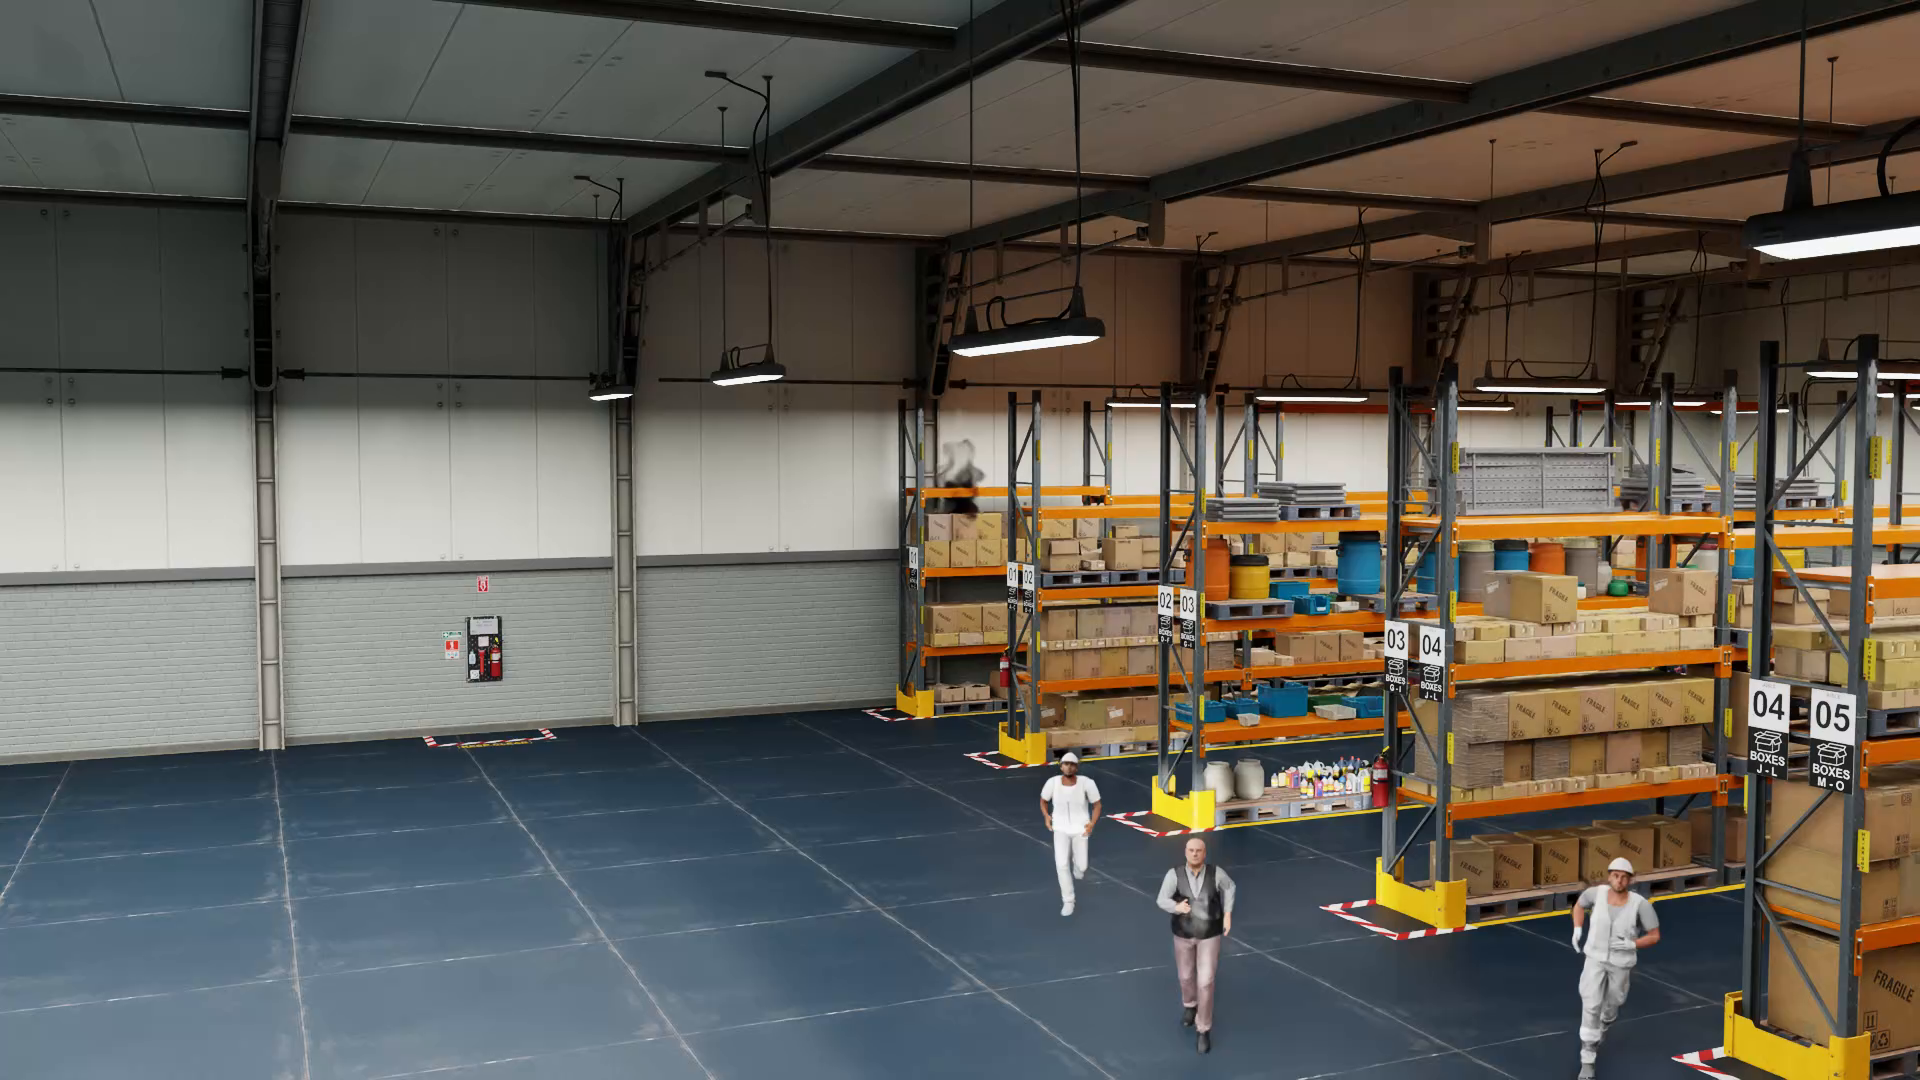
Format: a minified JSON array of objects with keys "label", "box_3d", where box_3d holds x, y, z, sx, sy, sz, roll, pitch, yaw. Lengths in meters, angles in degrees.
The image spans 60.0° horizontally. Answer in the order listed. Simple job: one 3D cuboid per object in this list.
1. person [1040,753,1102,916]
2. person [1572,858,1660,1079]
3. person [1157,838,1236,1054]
[{"label":"person","box_3d":[1.234,3.233,18.581,0.693,1.739,0.906,0,3,4]},{"label":"person","box_3d":[5.385,3.477,13.679,0.690,1.781,0.959,2,4,26]},{"label":"person","box_3d":[2.033,3.459,14.378,0.645,1.795,0.808,1,3,14]}]
